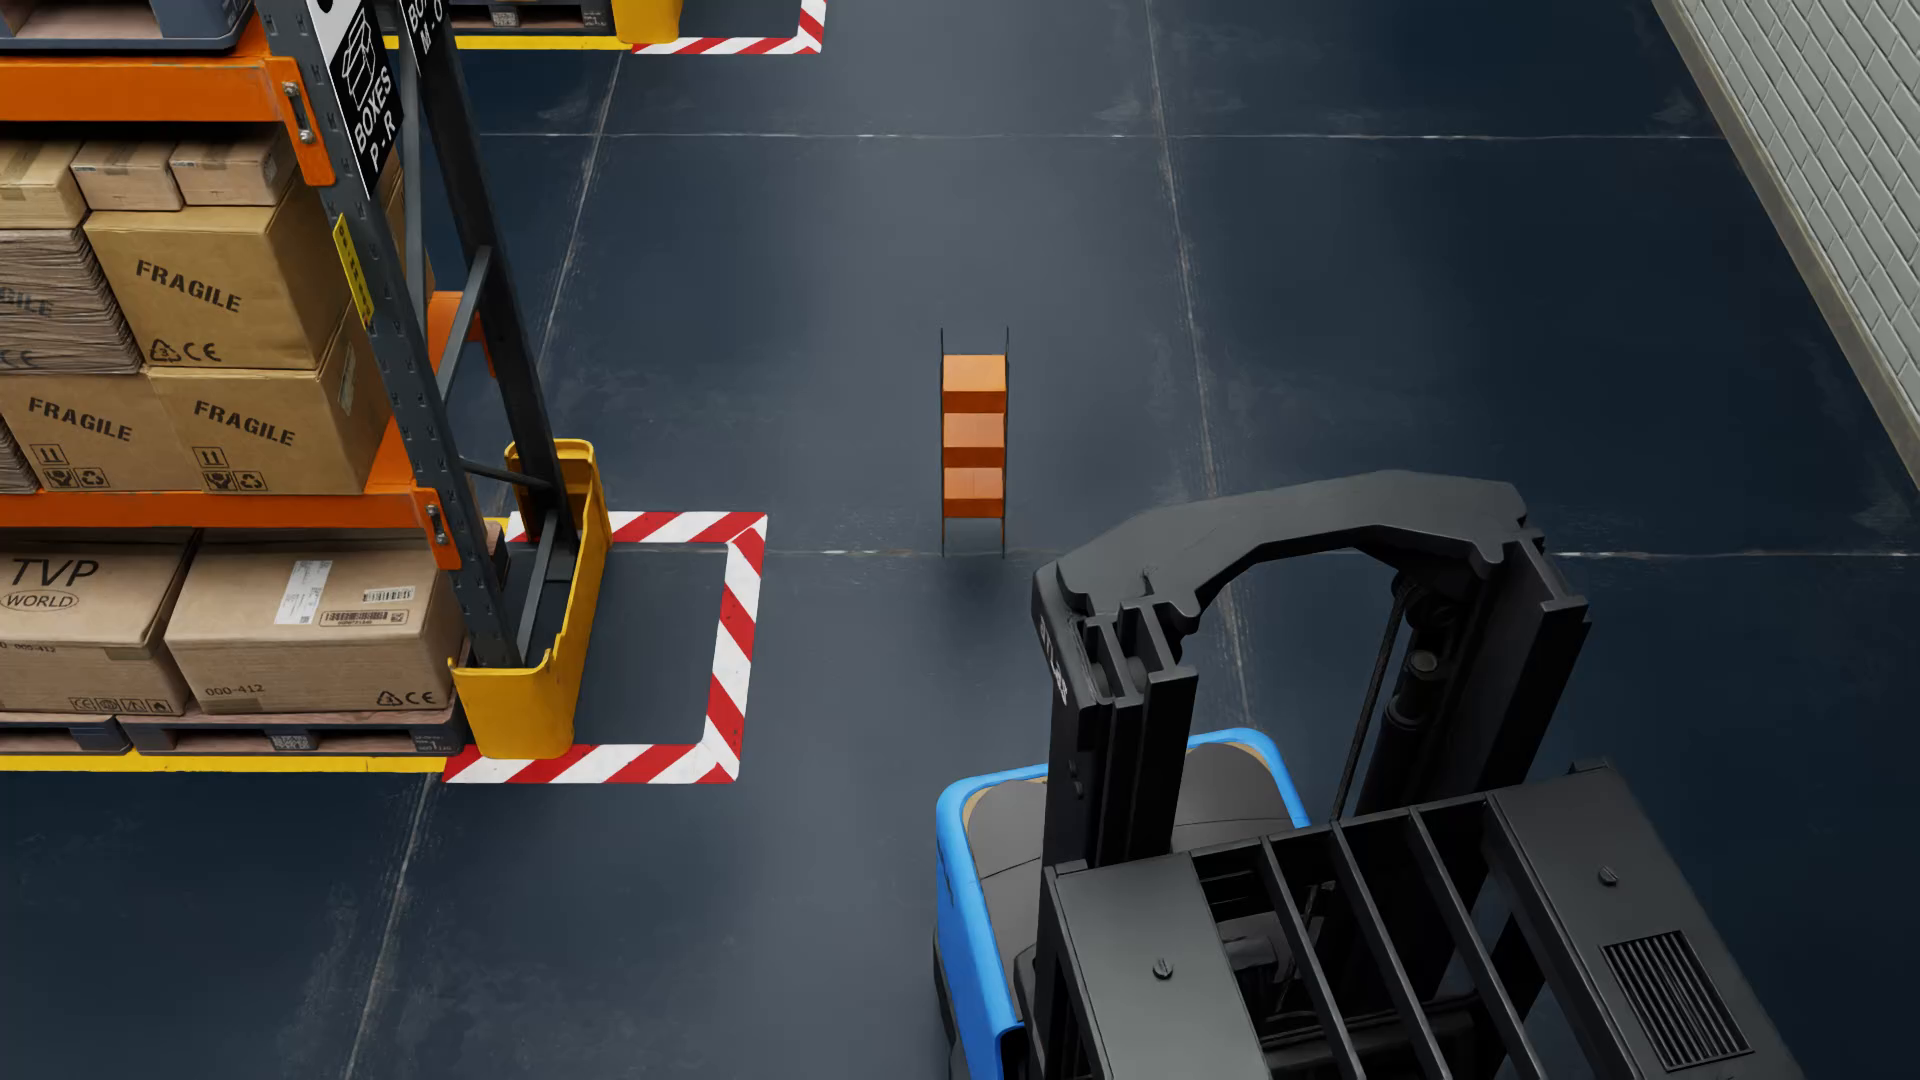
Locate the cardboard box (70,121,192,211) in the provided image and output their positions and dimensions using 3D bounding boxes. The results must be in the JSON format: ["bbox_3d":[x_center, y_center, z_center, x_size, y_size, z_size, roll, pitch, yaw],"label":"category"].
[{"bbox_3d":[-2.238,-1.081,4.594,0.250,0.149,0.380,1,47,1],"label":"cardboard box"}]

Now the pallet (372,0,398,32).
[{"bbox_3d":[-3.812,-3.355,9.810,1.213,0.211,1.003,0,47,0],"label":"pallet"}]

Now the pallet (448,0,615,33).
[{"bbox_3d":[-2.595,-3.350,9.805,1.213,0.211,1.003,0,47,0],"label":"pallet"}]

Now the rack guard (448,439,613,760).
[{"bbox_3d":[-1.601,0.204,6.300,0.348,0.500,1.175,0,47,0],"label":"rack guard"}]

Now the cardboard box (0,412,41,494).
[{"bbox_3d":[-3.124,-0.496,5.175,0.500,0.500,0.500,1,47,1],"label":"cardboard box"}]

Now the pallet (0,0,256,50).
[{"bbox_3d":[-2.366,-1.634,4.314,1.213,0.211,1.003,0,47,0],"label":"pallet"}]

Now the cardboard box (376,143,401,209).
[{"bbox_3d":[-2.103,-1.233,5.178,0.500,0.500,0.500,-1,47,-1],"label":"cardboard box"}]

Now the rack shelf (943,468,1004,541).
[{"bbox_3d":[0.054,-0.161,6.658,0.240,0.259,0.215,0,47,0],"label":"rack shelf"}]

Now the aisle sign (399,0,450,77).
[{"bbox_3d":[-1.551,-1.746,4.631,0.004,0.787,0.394,0,47,0],"label":"aisle sign"}]

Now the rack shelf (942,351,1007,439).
[{"bbox_3d":[0.054,-0.544,6.246,0.240,0.259,0.215,0,47,0],"label":"rack shelf"}]

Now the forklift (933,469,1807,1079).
[{"bbox_3d":[0.740,1.401,3.525,1.130,2.935,3.031,-9,48,-9],"label":"forklift"}]

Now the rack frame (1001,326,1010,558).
[{"bbox_3d":[0.176,-0.357,6.446,0.008,1.050,0.200,0,47,0],"label":"rack frame"}]

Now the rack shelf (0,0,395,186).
[{"bbox_3d":[-3.625,-1.430,4.555,4.000,0.370,1.077,0,47,0],"label":"rack shelf"}]

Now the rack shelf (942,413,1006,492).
[{"bbox_3d":[0.054,-0.350,6.454,0.240,0.259,0.215,0,47,0],"label":"rack shelf"}]

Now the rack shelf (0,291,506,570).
[{"bbox_3d":[-3.625,-0.408,5.653,4.000,0.370,1.077,0,47,0],"label":"rack shelf"}]

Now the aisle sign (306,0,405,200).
[{"bbox_3d":[-1.554,-1.307,4.222,0.004,0.787,0.394,0,47,0],"label":"aisle sign"}]

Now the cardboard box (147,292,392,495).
[{"bbox_3d":[-2.108,-0.490,5.169,0.500,0.500,0.500,0,47,0],"label":"cardboard box"}]

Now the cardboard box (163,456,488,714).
[{"bbox_3d":[-2.285,0.153,6.103,0.875,0.438,0.875,-1,47,-1],"label":"cardboard box"}]

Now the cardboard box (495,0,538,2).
[{"bbox_3d":[-2.492,-3.219,9.438,0.250,0.149,0.380,1,47,1],"label":"cardboard box"}]

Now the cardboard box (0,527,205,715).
[{"bbox_3d":[-3.200,0.157,6.099,0.875,0.438,0.875,1,47,1],"label":"cardboard box"}]

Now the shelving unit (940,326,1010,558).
[{"bbox_3d":[0.054,-0.358,6.446,0.252,1.050,0.215,0,47,0],"label":"shelving unit"}]

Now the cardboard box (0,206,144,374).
[{"bbox_3d":[-2.630,-0.830,4.803,0.500,0.500,0.500,0,47,0],"label":"cardboard box"}]

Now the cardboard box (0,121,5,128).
[{"bbox_3d":[-2.748,-1.051,4.566,0.250,0.149,0.380,1,47,1],"label":"cardboard box"}]

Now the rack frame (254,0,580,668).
[{"bbox_3d":[-1.625,-0.648,5.385,0.127,3.000,1.000,0,47,0],"label":"rack frame"}]

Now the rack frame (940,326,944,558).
[{"bbox_3d":[-0.068,-0.358,6.447,0.008,1.050,0.200,0,47,0],"label":"rack frame"}]

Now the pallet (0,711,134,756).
[{"bbox_3d":[-3.641,0.352,6.359,1.213,0.211,1.003,0,47,0],"label":"pallet"}]

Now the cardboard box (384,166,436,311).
[{"bbox_3d":[-2.103,-0.894,5.545,0.500,0.500,0.500,0,47,0],"label":"cardboard box"}]

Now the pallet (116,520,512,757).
[{"bbox_3d":[-2.424,0.357,6.354,1.213,0.211,1.003,0,47,0],"label":"pallet"}]

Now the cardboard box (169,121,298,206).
[{"bbox_3d":[-1.984,-1.098,4.609,0.250,0.149,0.380,1,47,1],"label":"cardboard box"}]

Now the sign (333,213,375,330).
[{"bbox_3d":[-1.640,-0.726,4.505,0.005,0.325,0.100,0,47,0],"label":"sign"}]

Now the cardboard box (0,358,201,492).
[{"bbox_3d":[-2.610,-0.502,5.181,0.500,0.500,0.500,-1,47,-1],"label":"cardboard box"}]

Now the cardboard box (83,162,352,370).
[{"bbox_3d":[-2.107,-0.850,4.821,0.500,0.500,0.500,2,47,1],"label":"cardboard box"}]

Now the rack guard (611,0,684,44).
[{"bbox_3d":[-1.783,-3.420,9.673,0.348,0.500,1.175,0,47,0],"label":"rack guard"}]

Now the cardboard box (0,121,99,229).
[{"bbox_3d":[-2.497,-1.020,4.537,0.250,0.149,0.380,0,47,0],"label":"cardboard box"}]
